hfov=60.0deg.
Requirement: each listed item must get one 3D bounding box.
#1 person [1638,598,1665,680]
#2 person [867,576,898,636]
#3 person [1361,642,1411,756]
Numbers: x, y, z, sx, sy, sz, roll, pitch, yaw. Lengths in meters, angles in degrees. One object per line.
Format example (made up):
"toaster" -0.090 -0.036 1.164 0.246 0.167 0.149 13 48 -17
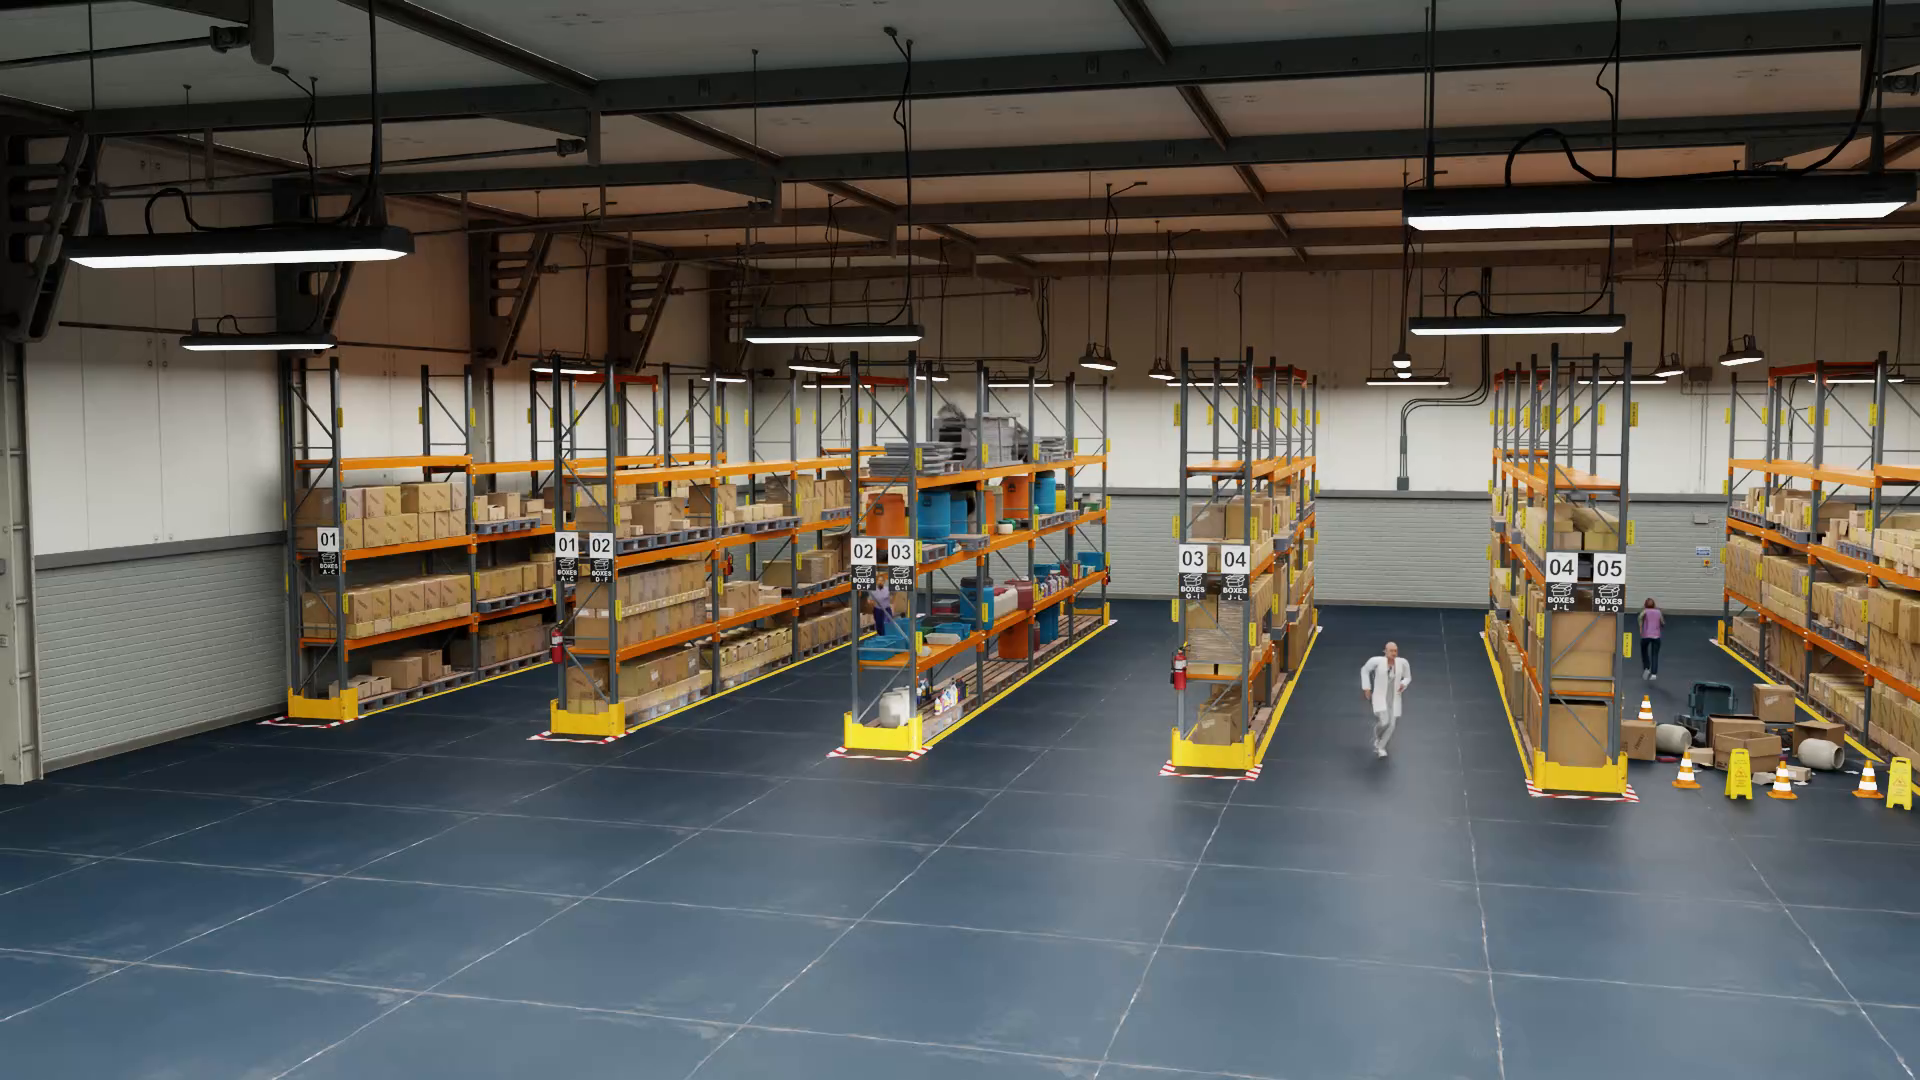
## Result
"person" 13.097 1.905 31.511 0.531 1.579 0.869 1 4 15
"person" -1.651 1.617 35.378 0.635 1.705 0.844 0 4 5
"person" 6.277 2.353 24.394 0.674 1.700 0.736 0 4 -6
